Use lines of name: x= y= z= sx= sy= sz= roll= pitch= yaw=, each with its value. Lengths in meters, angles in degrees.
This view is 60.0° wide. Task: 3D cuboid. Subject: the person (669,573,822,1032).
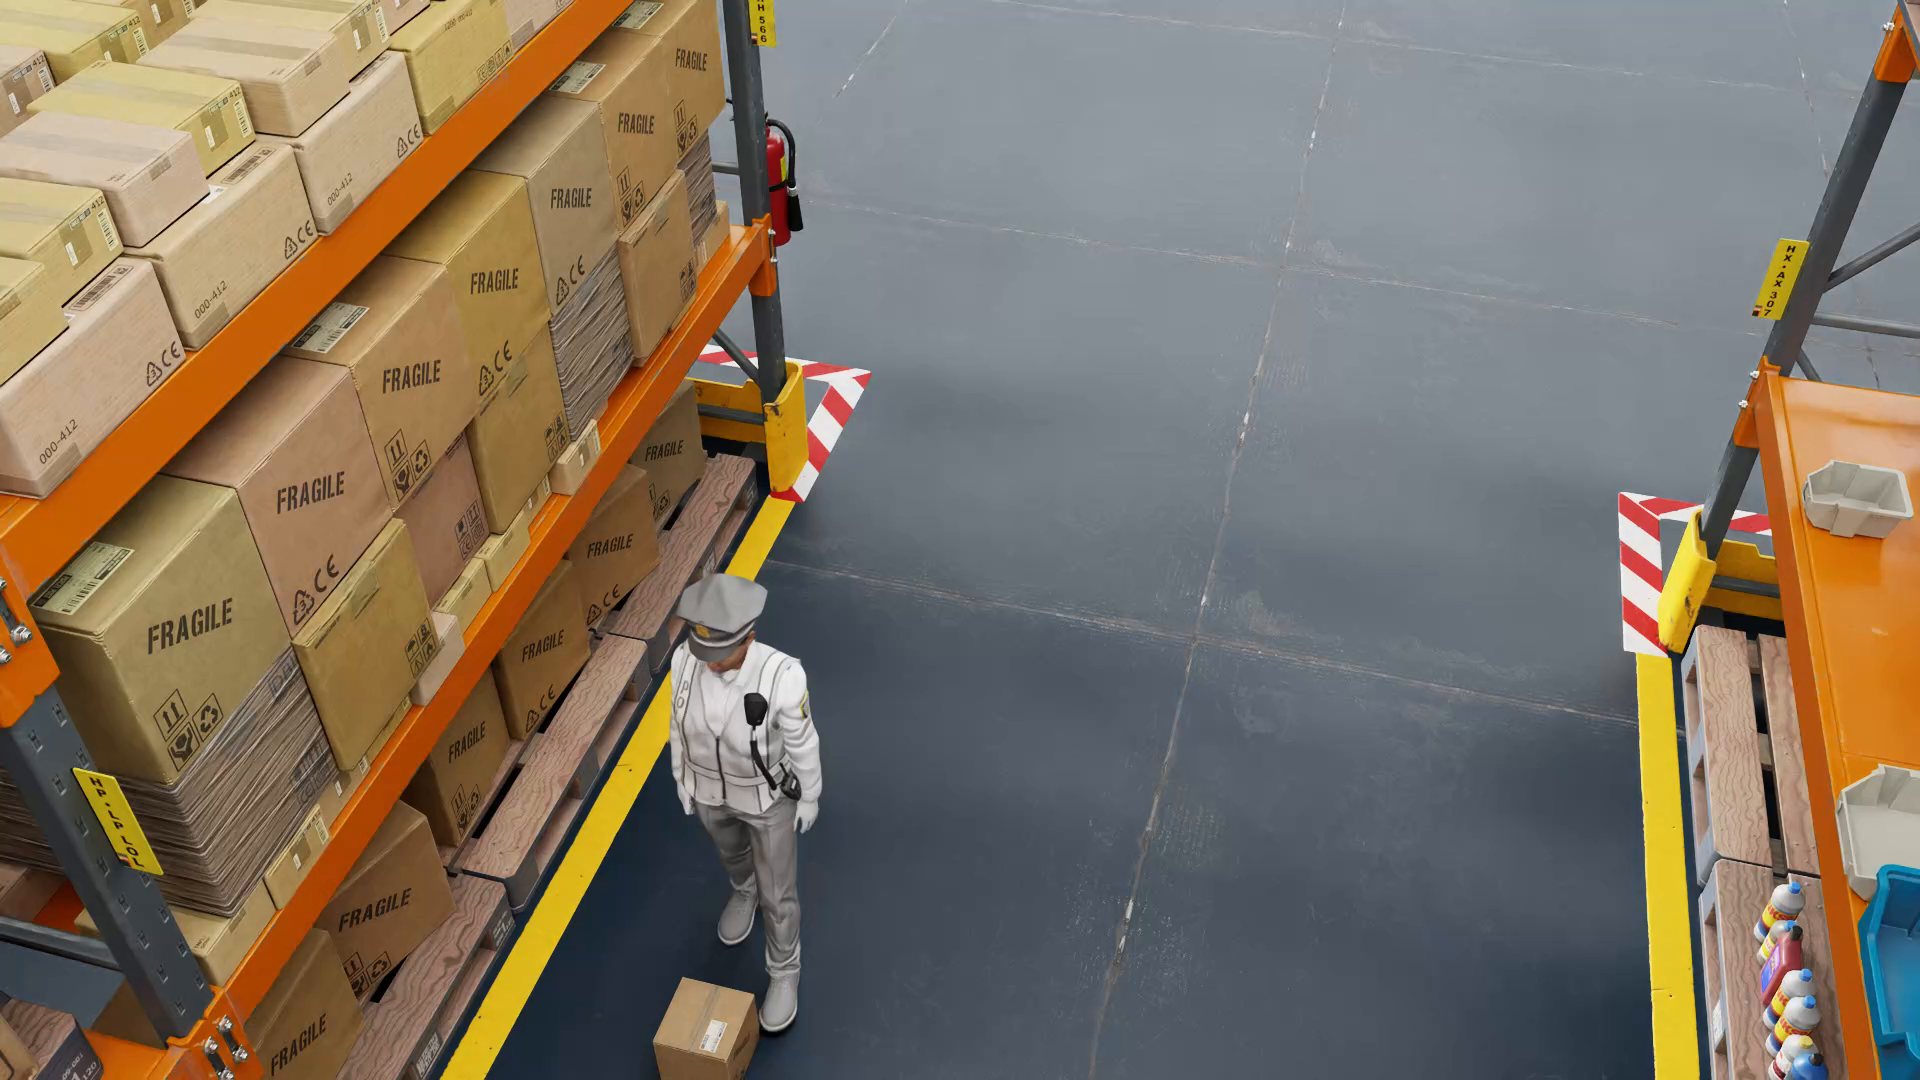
person: x=-0.694 y=0.819 z=5.223 sx=0.491 sy=1.666 sz=0.583 roll=10 pitch=42 yaw=11
